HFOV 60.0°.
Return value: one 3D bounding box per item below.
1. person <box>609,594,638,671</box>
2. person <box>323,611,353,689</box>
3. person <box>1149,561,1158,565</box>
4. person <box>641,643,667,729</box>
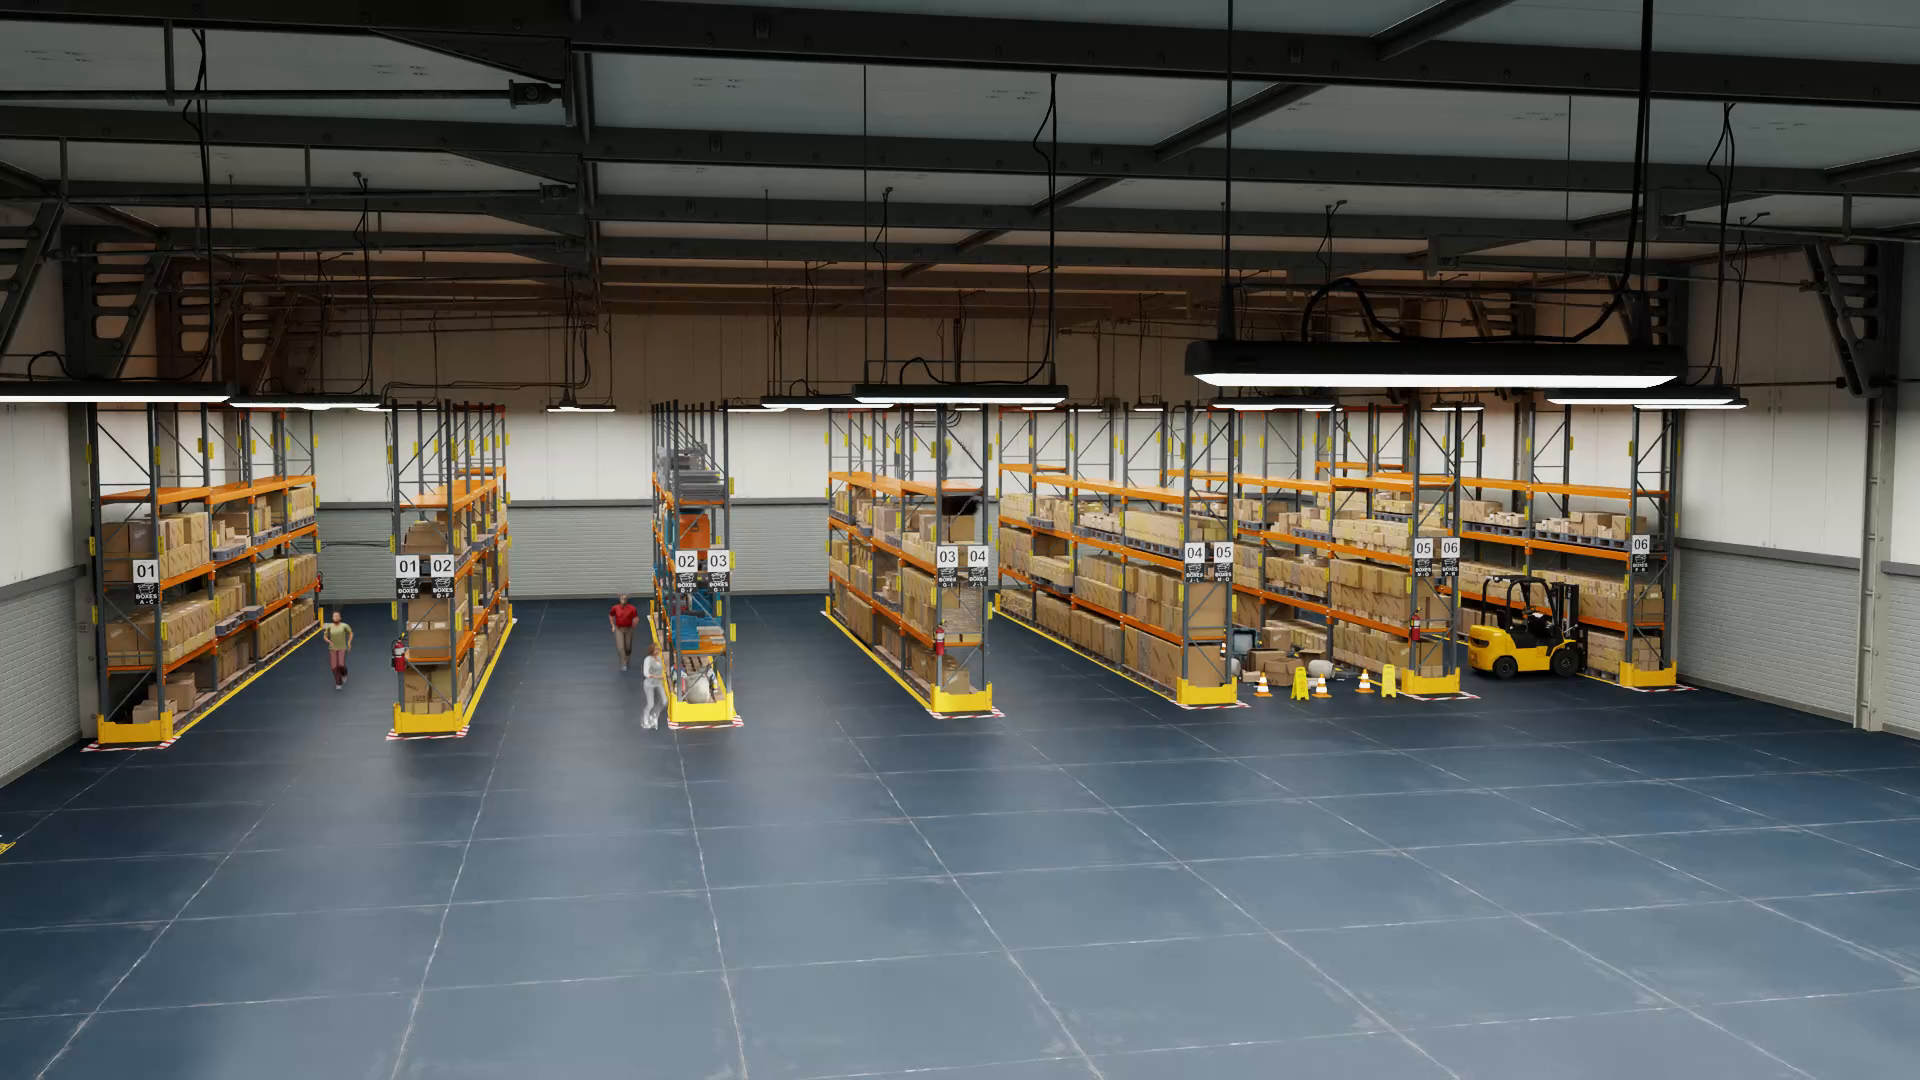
[{"bbox_3d":[-7.586,2.063,37.527,0.648,1.708,0.846,-1,4,-14],"label":"person"},{"bbox_3d":[-12.984,2.296,34.705,0.574,1.631,0.540,-1,4,-13],"label":"person"},{"bbox_3d":[6.004,1.027,50.874,0.687,1.728,0.699,-1,4,-16],"label":"person"},{"bbox_3d":[-5.533,2.661,30.206,0.637,1.589,0.562,3,5,36],"label":"person"}]
